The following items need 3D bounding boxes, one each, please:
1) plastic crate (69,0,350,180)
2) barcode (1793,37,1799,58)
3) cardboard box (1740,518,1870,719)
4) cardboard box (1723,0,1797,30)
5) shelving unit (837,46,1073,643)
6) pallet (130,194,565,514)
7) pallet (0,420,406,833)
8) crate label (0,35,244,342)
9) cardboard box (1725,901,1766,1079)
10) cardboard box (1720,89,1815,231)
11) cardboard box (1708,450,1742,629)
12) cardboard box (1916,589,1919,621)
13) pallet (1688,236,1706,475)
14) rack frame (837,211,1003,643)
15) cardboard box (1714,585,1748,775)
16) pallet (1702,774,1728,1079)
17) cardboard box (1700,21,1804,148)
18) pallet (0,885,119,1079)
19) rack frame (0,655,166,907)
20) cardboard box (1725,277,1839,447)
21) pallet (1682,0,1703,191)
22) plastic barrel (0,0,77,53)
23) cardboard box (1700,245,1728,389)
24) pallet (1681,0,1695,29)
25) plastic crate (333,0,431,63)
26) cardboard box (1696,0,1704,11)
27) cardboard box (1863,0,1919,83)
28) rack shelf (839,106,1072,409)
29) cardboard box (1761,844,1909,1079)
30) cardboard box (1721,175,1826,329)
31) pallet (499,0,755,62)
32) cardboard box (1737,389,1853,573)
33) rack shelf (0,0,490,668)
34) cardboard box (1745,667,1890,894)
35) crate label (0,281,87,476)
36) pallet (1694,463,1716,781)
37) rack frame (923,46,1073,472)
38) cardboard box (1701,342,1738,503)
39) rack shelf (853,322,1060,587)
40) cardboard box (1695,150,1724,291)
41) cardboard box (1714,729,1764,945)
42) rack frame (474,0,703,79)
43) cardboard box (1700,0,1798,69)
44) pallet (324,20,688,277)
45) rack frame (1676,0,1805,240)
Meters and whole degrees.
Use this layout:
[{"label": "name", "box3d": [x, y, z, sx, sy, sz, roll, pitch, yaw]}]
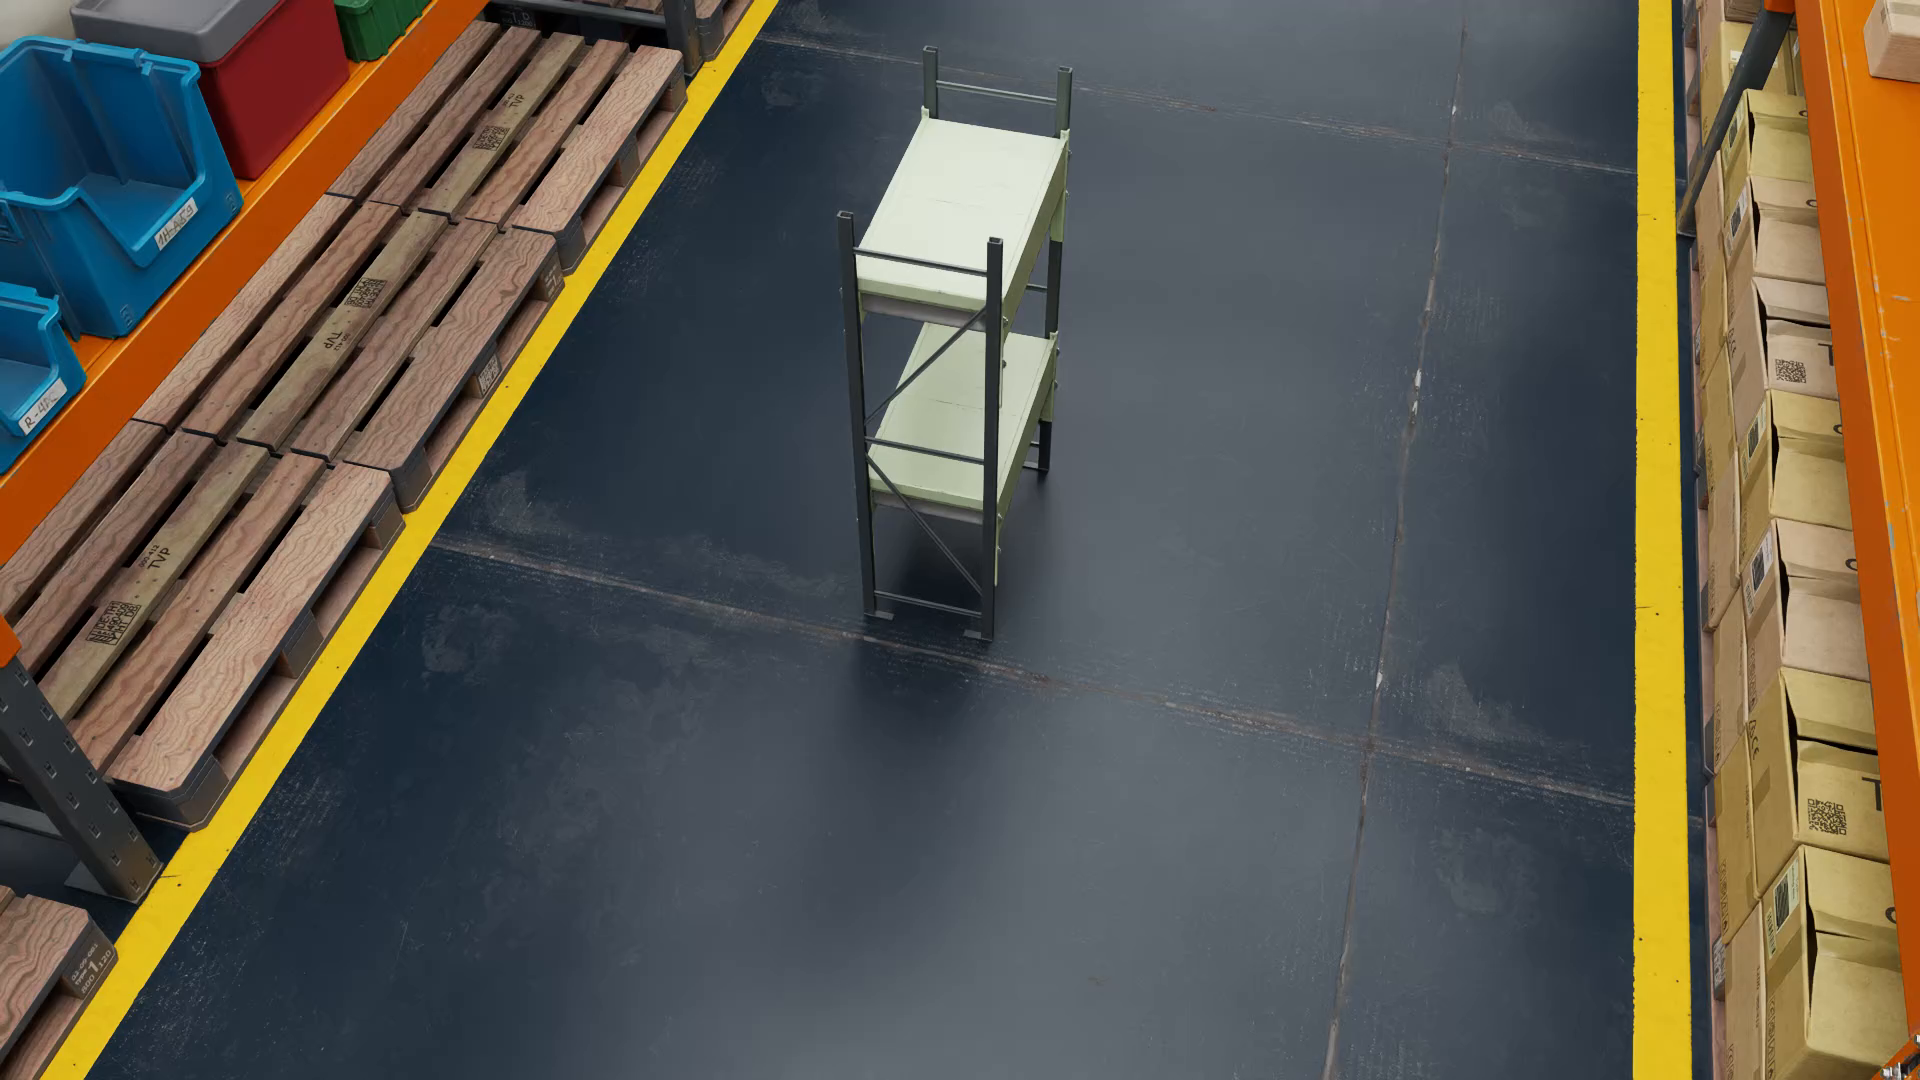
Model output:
[{"label": "plastic crate", "box3d": [-1.916, -1.298, 4.352, 0.402, 0.464, 0.583, 12, 50, 10]}, {"label": "barcode", "box3d": [2.725, -1.615, 5.408, 0.001, 0.075, 0.075, 12, 50, 10]}, {"label": "cardboard box", "box3d": [2.307, 0.228, 4.228, 0.500, 0.311, 0.500, 11, 50, 10]}, {"label": "cardboard box", "box3d": [3.248, -2.296, 6.330, 0.500, 0.500, 0.500, 12, 50, 10]}, {"label": "shelving unit", "box3d": [0.002, -0.501, 4.692, 0.431, 1.500, 0.755, 12, 50, 10]}, {"label": "pallet", "box3d": [-2.072, -0.678, 5.707, 1.003, 0.211, 1.213, 12, 50, 10]}, {"label": "pallet", "box3d": [-2.395, 0.202, 4.931, 1.003, 0.211, 1.213, 12, 50, 10]}, {"label": "crate label", "box3d": [-2.114, -0.845, 3.972, 0.502, 0.435, 0.616, 12, 50, 10]}, {"label": "cardboard box", "box3d": [2.044, 1.154, 3.785, 0.500, 0.250, 0.500, 13, 50, 11]}, {"label": "cardboard box", "box3d": [2.845, -1.246, 5.529, 0.500, 0.311, 0.500, 12, 50, 10]}, {"label": "cardboard box", "box3d": [2.444, 0.045, 4.764, 0.500, 0.250, 0.500, 12, 50, 11]}, {"label": "cardboard box", "box3d": [2.111, 0.190, 3.249, 0.380, 0.149, 0.250, 12, 50, 10]}, {"label": "pallet", "box3d": [3.038, -0.618, 5.655, 1.003, 0.211, 1.213, 12, 50, 10]}, {"label": "rack frame", "box3d": [-0.095, -0.236, 4.458, 0.400, 1.500, 0.023, 12, 50, 10]}, {"label": "cardboard box", "box3d": [2.312, 0.418, 4.435, 0.500, 0.250, 0.500, 13, 50, 11]}, {"label": "pallet", "box3d": [2.395, 1.147, 4.097, 1.003, 0.211, 1.213, 12, 50, 10]}, {"label": "cardboard box", "box3d": [3.105, -1.689, 6.294, 0.500, 0.250, 0.500, 12, 50, 10]}, {"label": "pallet", "box3d": [-2.804, 1.333, 3.933, 1.003, 0.211, 1.213, 12, 50, 10]}, {"label": "rack frame", "box3d": [-2.637, -0.168, 3.398, 1.000, 3.000, 0.127, 12, 50, 10]}, {"label": "cardboard box", "box3d": [2.573, -0.511, 4.880, 0.500, 0.311, 0.500, 10, 49, 9]}, {"label": "pallet", "box3d": [3.444, -1.726, 6.632, 1.003, 0.211, 1.213, 12, 50, 10]}, {"label": "plastic barrel", "box3d": [-2.461, -1.296, 4.319, 0.421, 0.512, 0.421, 0, 49, 0]}, {"label": "cardboard box", "box3d": [2.713, -0.698, 5.419, 0.500, 0.250, 0.500, 13, 50, 11]}, {"label": "pallet", "box3d": [3.763, -2.611, 7.413, 1.003, 0.211, 1.213, 12, 50, 10]}, {"label": "plastic crate", "box3d": [-1.770, -1.676, 4.870, 0.450, 0.188, 0.662, 12, 50, 10]}, {"label": "cardboard box", "box3d": [3.364, -2.413, 6.933, 0.500, 0.250, 0.500, 12, 50, 10]}, {"label": "cardboard box", "box3d": [2.763, -1.398, 4.650, 0.380, 0.149, 0.250, 12, 50, 10]}, {"label": "rack shelf", "box3d": [0.002, -0.759, 4.399, 0.431, 0.370, 0.720, 12, 50, 10]}, {"label": "cardboard box", "box3d": [2.041, 0.970, 3.573, 0.500, 0.311, 0.500, 13, 50, 11]}, {"label": "cardboard box", "box3d": [2.708, -0.885, 5.210, 0.500, 0.311, 0.500, 11, 49, 10]}, {"label": "pallet", "box3d": [-1.367, -2.616, 7.418, 1.003, 0.211, 1.213, 12, 50, 10]}, {"label": "cardboard box", "box3d": [2.441, -0.134, 4.547, 0.500, 0.311, 0.500, 13, 50, 11]}, {"label": "rack shelf", "box3d": [-2.110, -1.377, 4.944, 1.077, 0.370, 4.000, 12, 50, 10]}, {"label": "cardboard box", "box3d": [2.172, 0.593, 3.906, 0.500, 0.311, 0.500, 11, 49, 9]}, {"label": "crate label", "box3d": [-2.164, -0.344, 3.664, 0.303, 0.233, 0.416, 12, 50, 10]}, {"label": "pallet", "box3d": [2.718, 0.267, 4.873, 1.003, 0.211, 1.213, 12, 50, 10]}, {"label": "rack frame", "box3d": [0.098, -0.766, 4.926, 0.400, 1.500, 0.023, 12, 50, 10]}, {"label": "cardboard box", "box3d": [2.579, -0.323, 5.088, 0.500, 0.250, 0.500, 10, 49, 9]}, {"label": "rack shelf", "box3d": [0.002, -0.285, 4.936, 0.431, 0.370, 0.720, 12, 50, 10]}, {"label": "cardboard box", "box3d": [2.849, -1.068, 5.745, 0.500, 0.250, 0.500, 10, 49, 9]}, {"label": "cardboard box", "box3d": [2.176, 0.781, 4.114, 0.500, 0.250, 0.500, 11, 49, 10]}, {"label": "rack frame", "box3d": [-1.584, -3.061, 5.951, 1.000, 3.000, 0.127, 12, 50, 10]}, {"label": "cardboard box", "box3d": [3.246, -2.049, 6.611, 0.500, 0.250, 0.500, 12, 50, 10]}, {"label": "pallet", "box3d": [-1.753, -1.563, 6.489, 1.003, 0.211, 1.213, 12, 50, 10]}, {"label": "rack frame", "box3d": [3.194, -2.081, 5.086, 1.000, 3.000, 0.127, 12, 50, 10]}]
